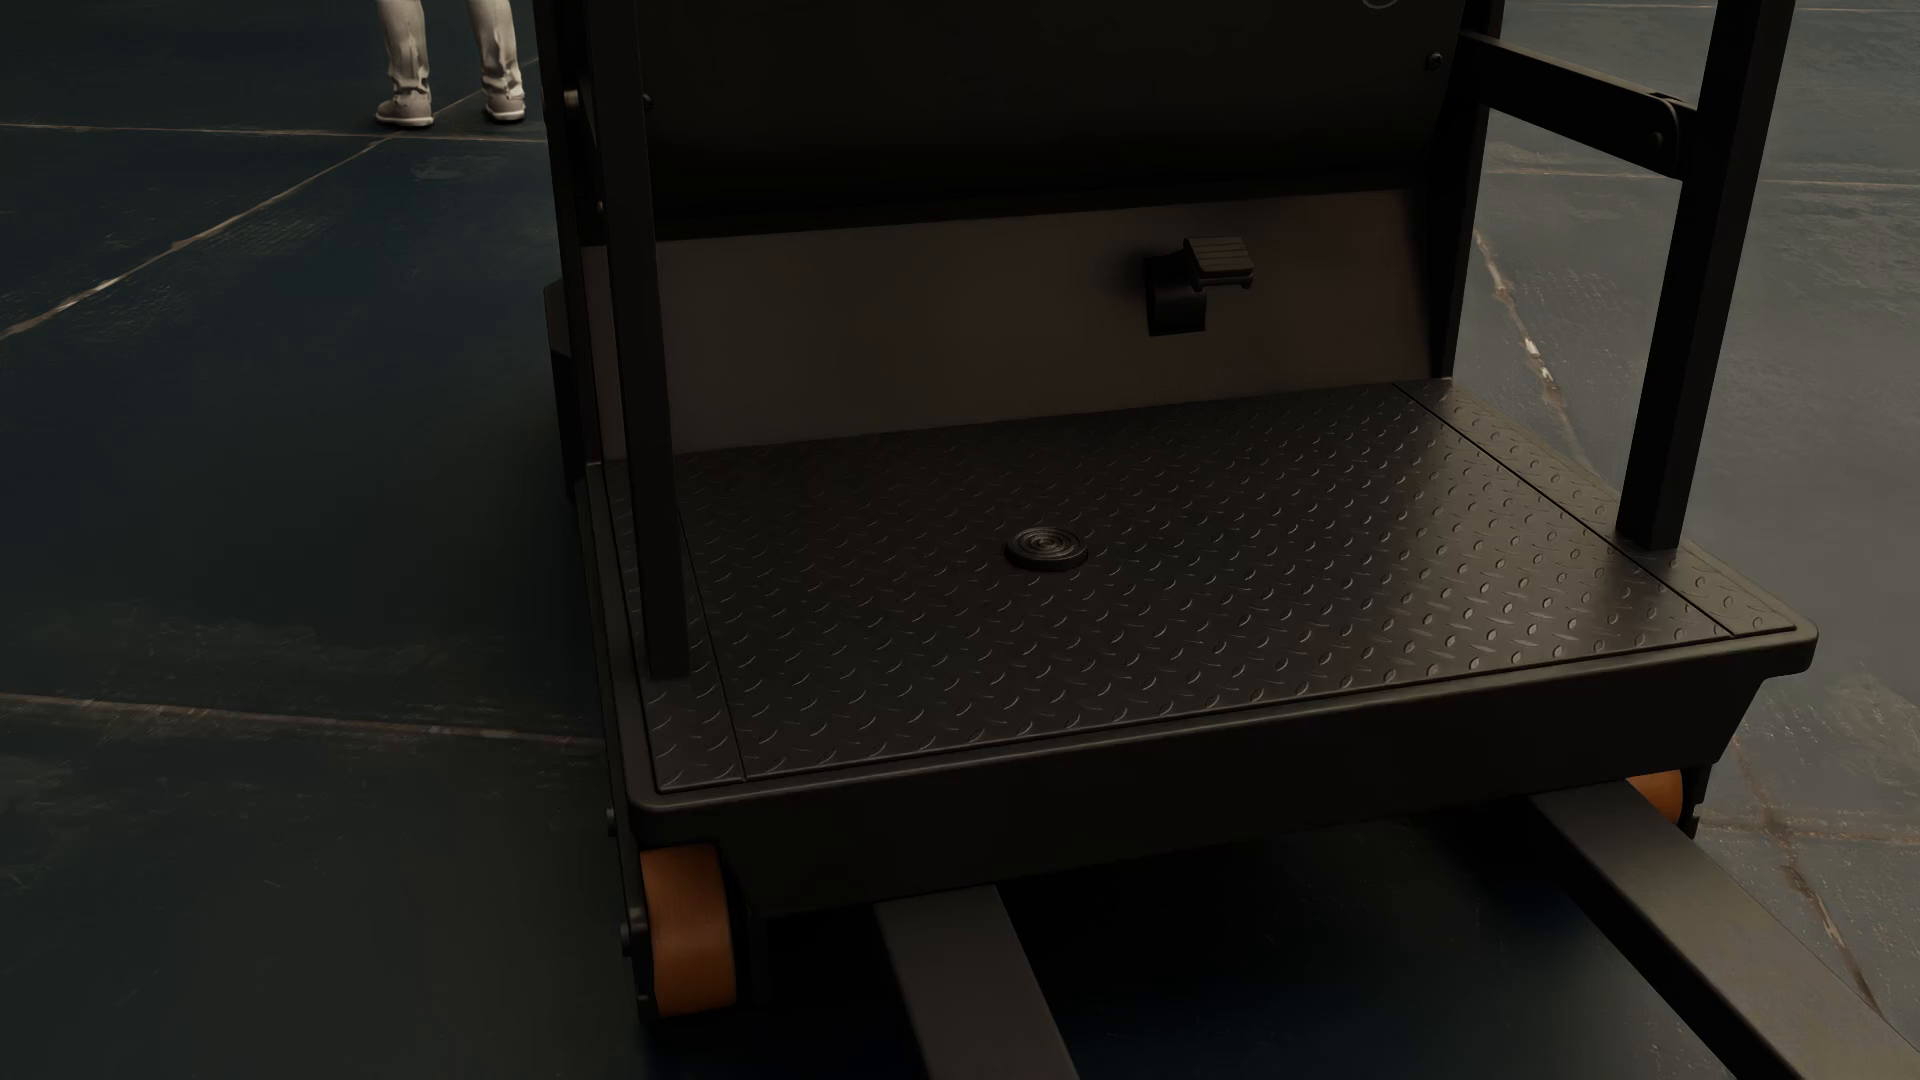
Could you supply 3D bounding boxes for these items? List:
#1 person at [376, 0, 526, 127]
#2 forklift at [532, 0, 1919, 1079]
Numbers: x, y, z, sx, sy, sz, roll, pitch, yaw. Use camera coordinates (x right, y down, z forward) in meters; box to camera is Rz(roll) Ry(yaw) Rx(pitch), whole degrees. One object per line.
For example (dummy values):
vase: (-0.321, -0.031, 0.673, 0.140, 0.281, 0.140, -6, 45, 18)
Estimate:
person: (-1.535, -2.012, 4.681, 0.534, 1.667, 0.380, -13, 29, -25)
forklift: (0.153, -1.049, 1.319, 1.130, 2.935, 3.031, -7, 27, -13)
